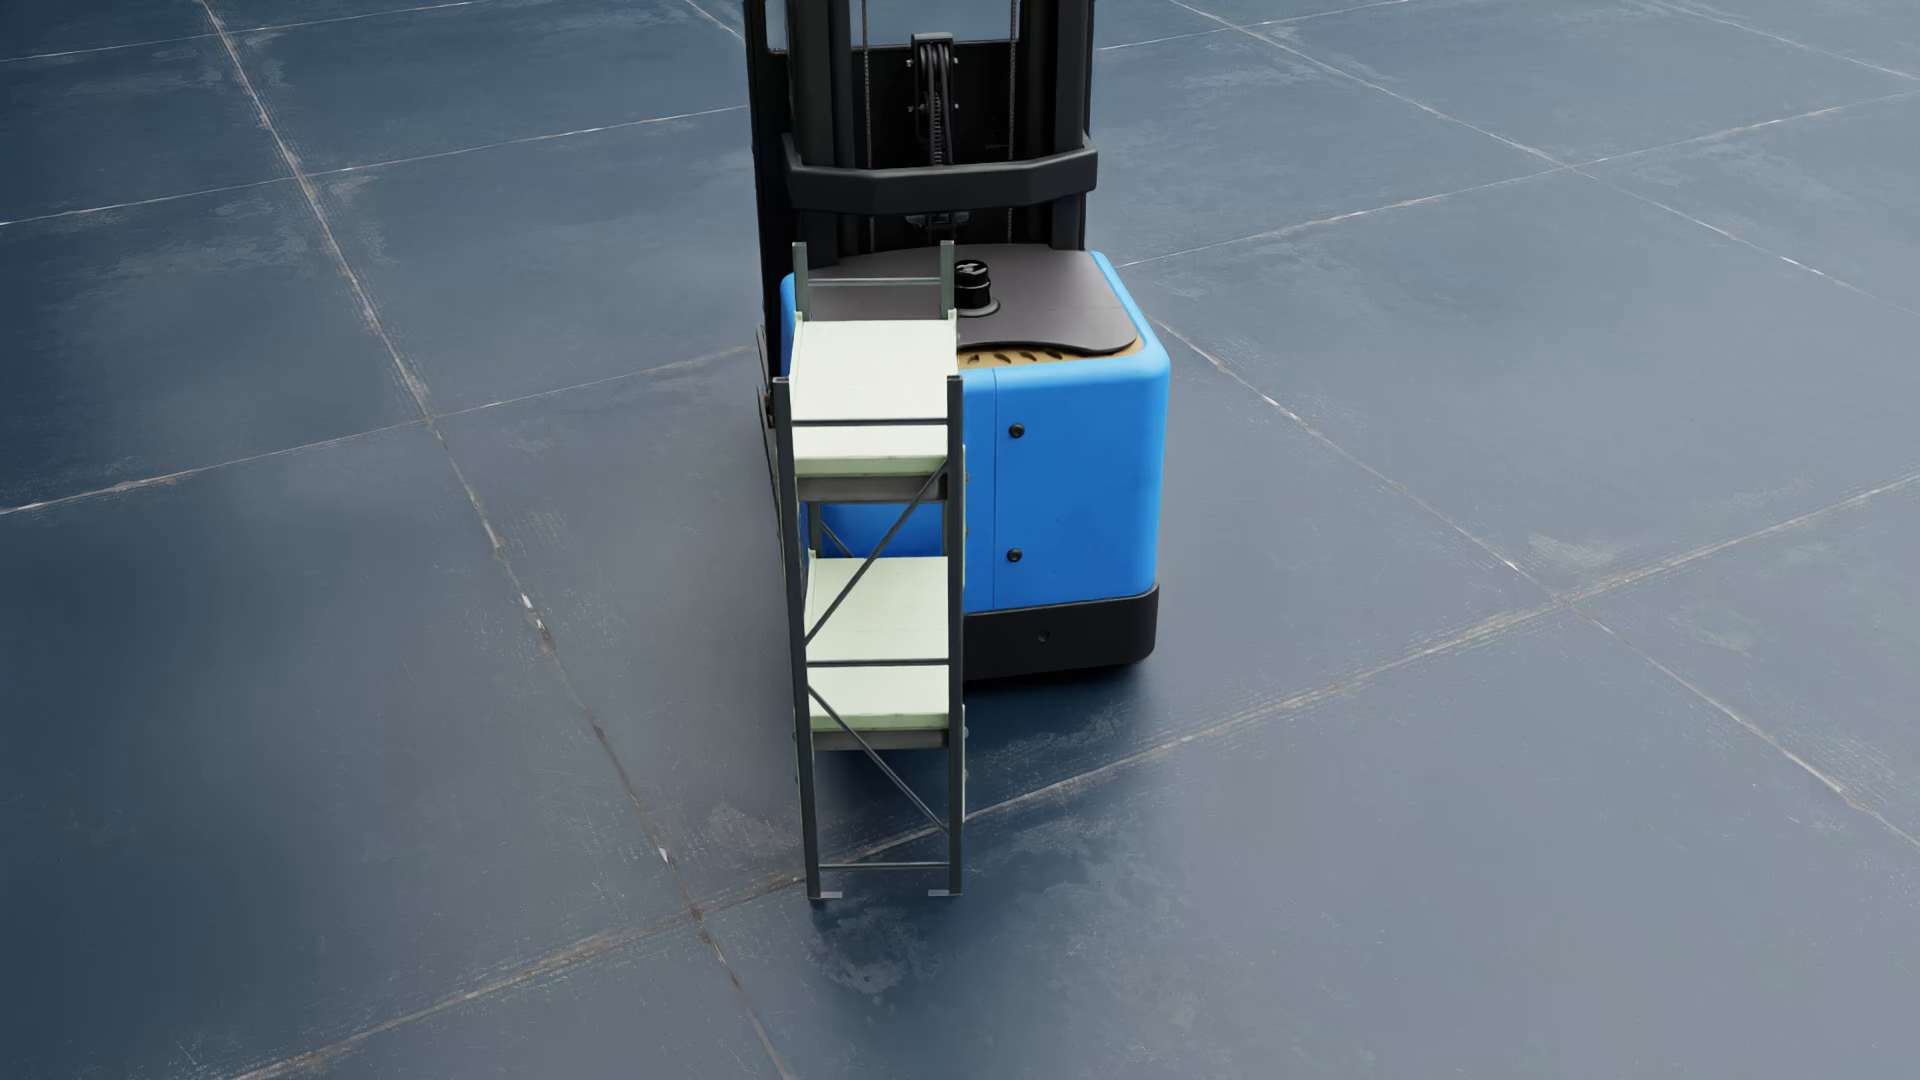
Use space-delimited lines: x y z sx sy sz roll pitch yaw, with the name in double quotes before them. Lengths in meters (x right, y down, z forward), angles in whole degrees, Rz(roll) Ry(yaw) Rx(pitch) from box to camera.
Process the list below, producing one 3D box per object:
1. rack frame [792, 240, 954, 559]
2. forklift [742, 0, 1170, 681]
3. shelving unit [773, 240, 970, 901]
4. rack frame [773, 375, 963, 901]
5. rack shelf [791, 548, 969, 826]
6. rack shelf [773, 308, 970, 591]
"rack frame" -0.215 -0.104 4.521 0.400 1.500 0.023 -1 33 -1
"forklift" -0.168 -1.564 5.474 1.130 2.935 3.031 -6 33 -9
"shelving unit" -0.204 0.094 4.213 0.431 1.500 0.755 -1 33 -1
"rack frame" -0.193 0.291 3.905 0.400 1.500 0.023 -1 33 -1
"rack shelf" -0.204 0.368 4.389 0.431 0.370 0.720 -1 33 -1
"rack shelf" -0.204 -0.235 4.002 0.431 0.370 0.720 -1 33 -1
